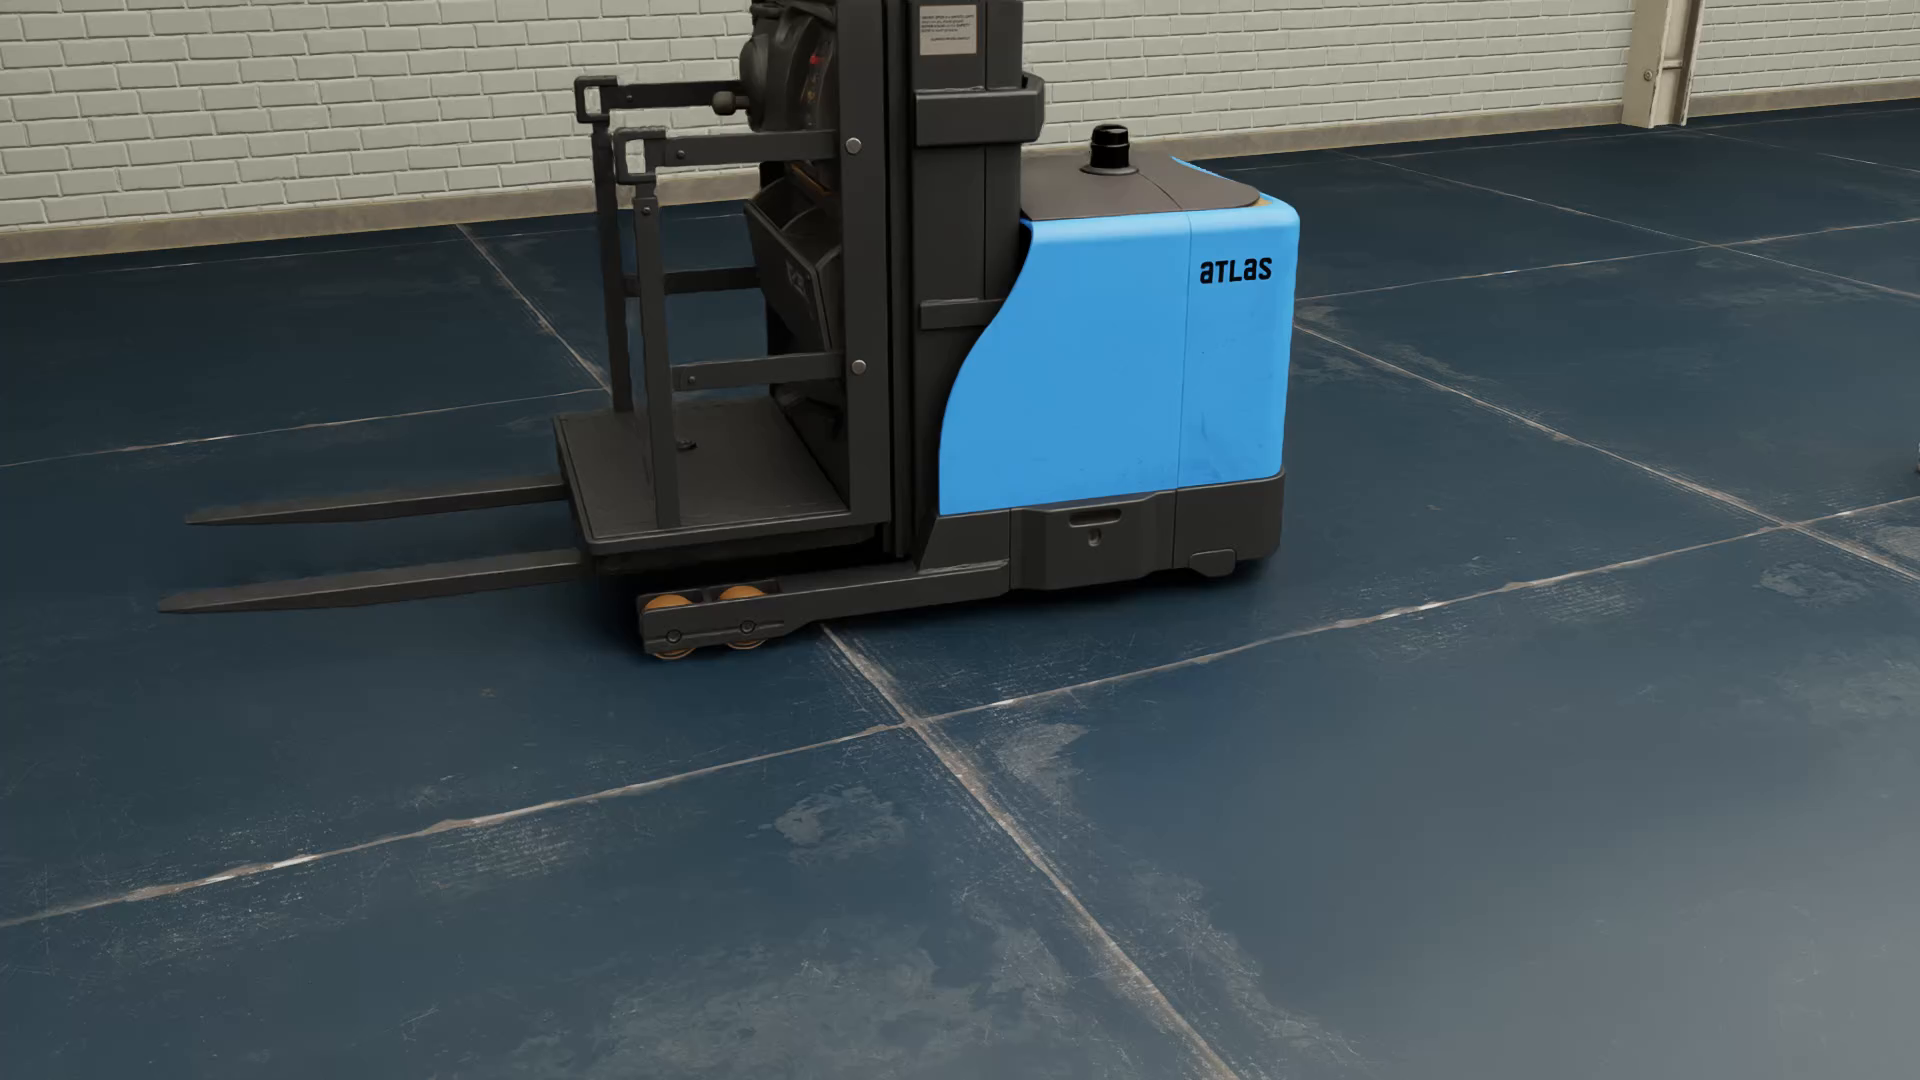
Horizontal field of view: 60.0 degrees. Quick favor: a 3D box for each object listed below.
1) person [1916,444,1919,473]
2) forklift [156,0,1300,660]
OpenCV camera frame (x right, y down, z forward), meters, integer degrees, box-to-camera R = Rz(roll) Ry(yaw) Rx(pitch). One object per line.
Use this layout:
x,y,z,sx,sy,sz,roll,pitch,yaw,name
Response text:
3.391,-1.014,5.236,0.453,1.777,0.609,-4,23,-9,person
-0.638,-1.267,4.336,3.031,2.935,1.130,-7,24,-16,forklift
